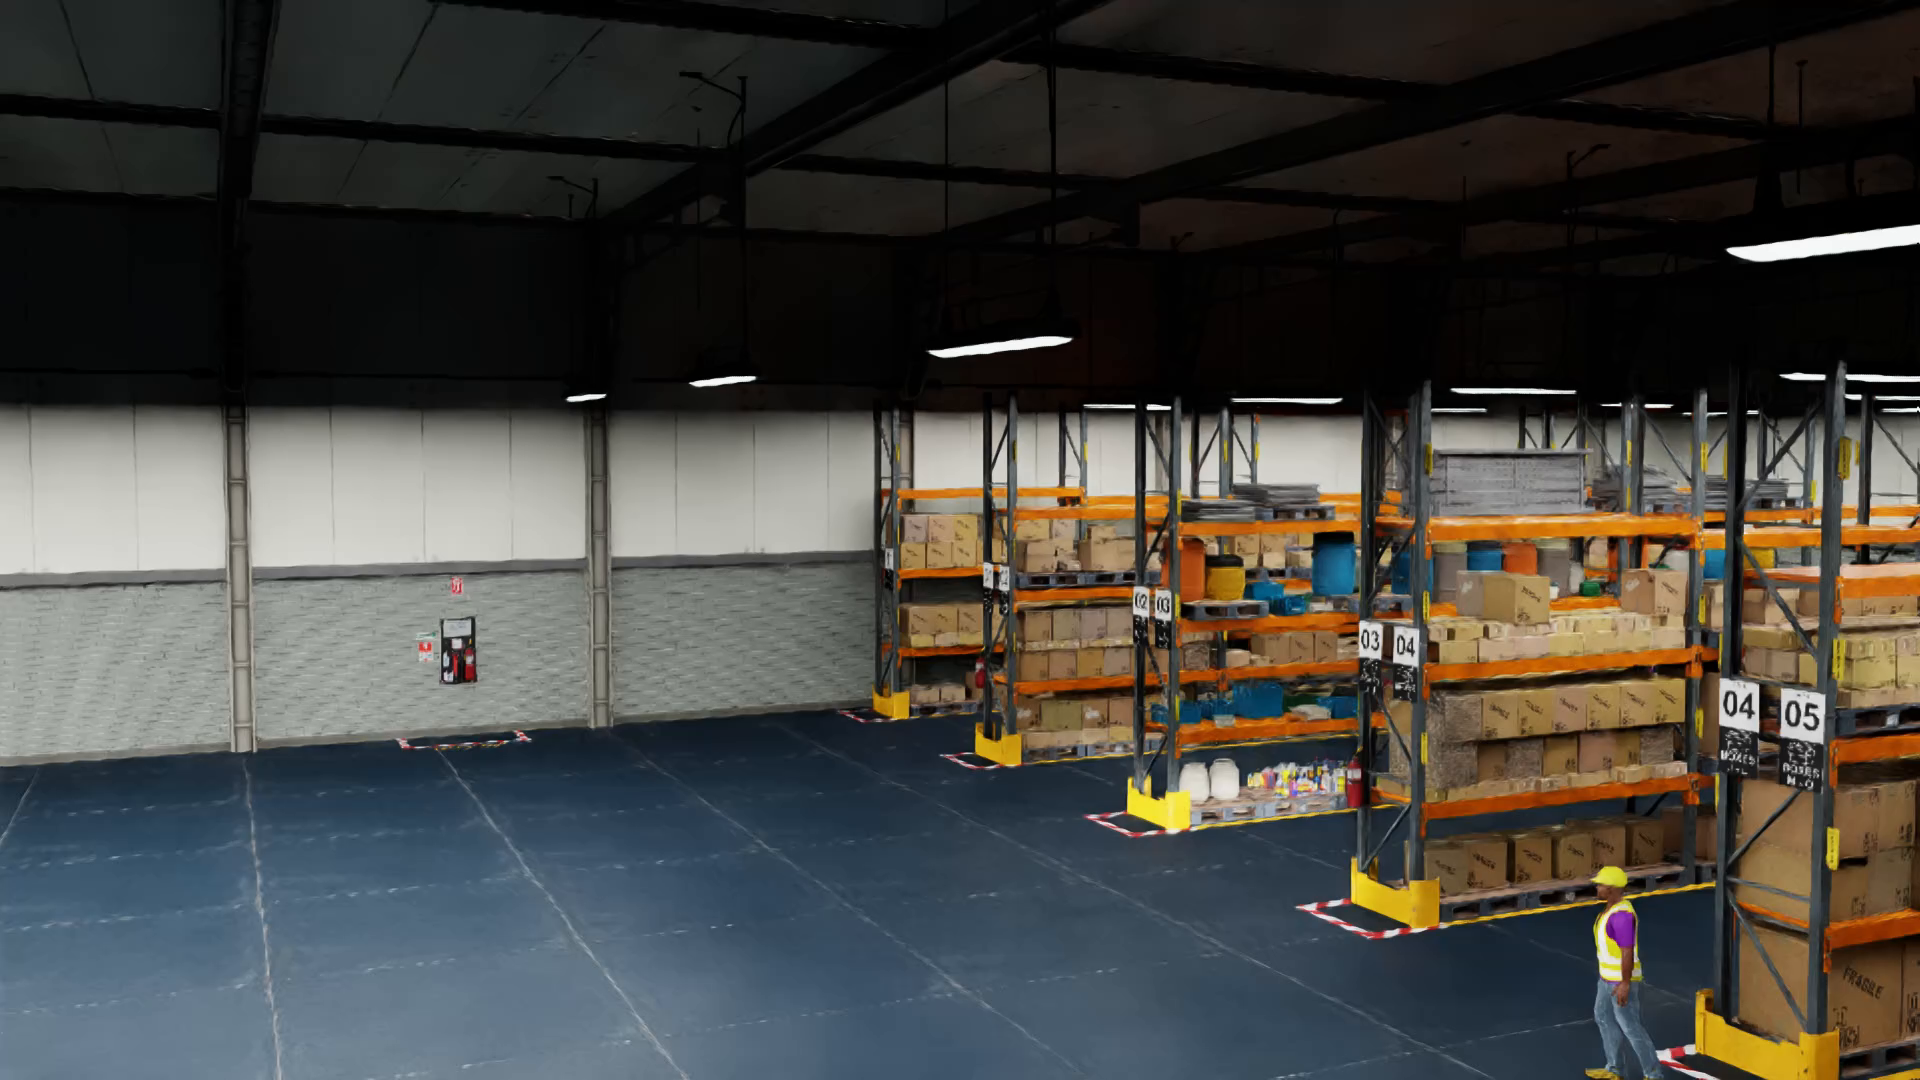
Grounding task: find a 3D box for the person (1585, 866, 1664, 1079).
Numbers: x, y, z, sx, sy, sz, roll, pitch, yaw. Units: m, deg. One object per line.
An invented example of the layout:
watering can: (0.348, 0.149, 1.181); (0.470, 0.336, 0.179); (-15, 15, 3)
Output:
person: (5.363, 3.514, 13.383); (0.570, 1.753, 0.603); (1, 3, 13)
